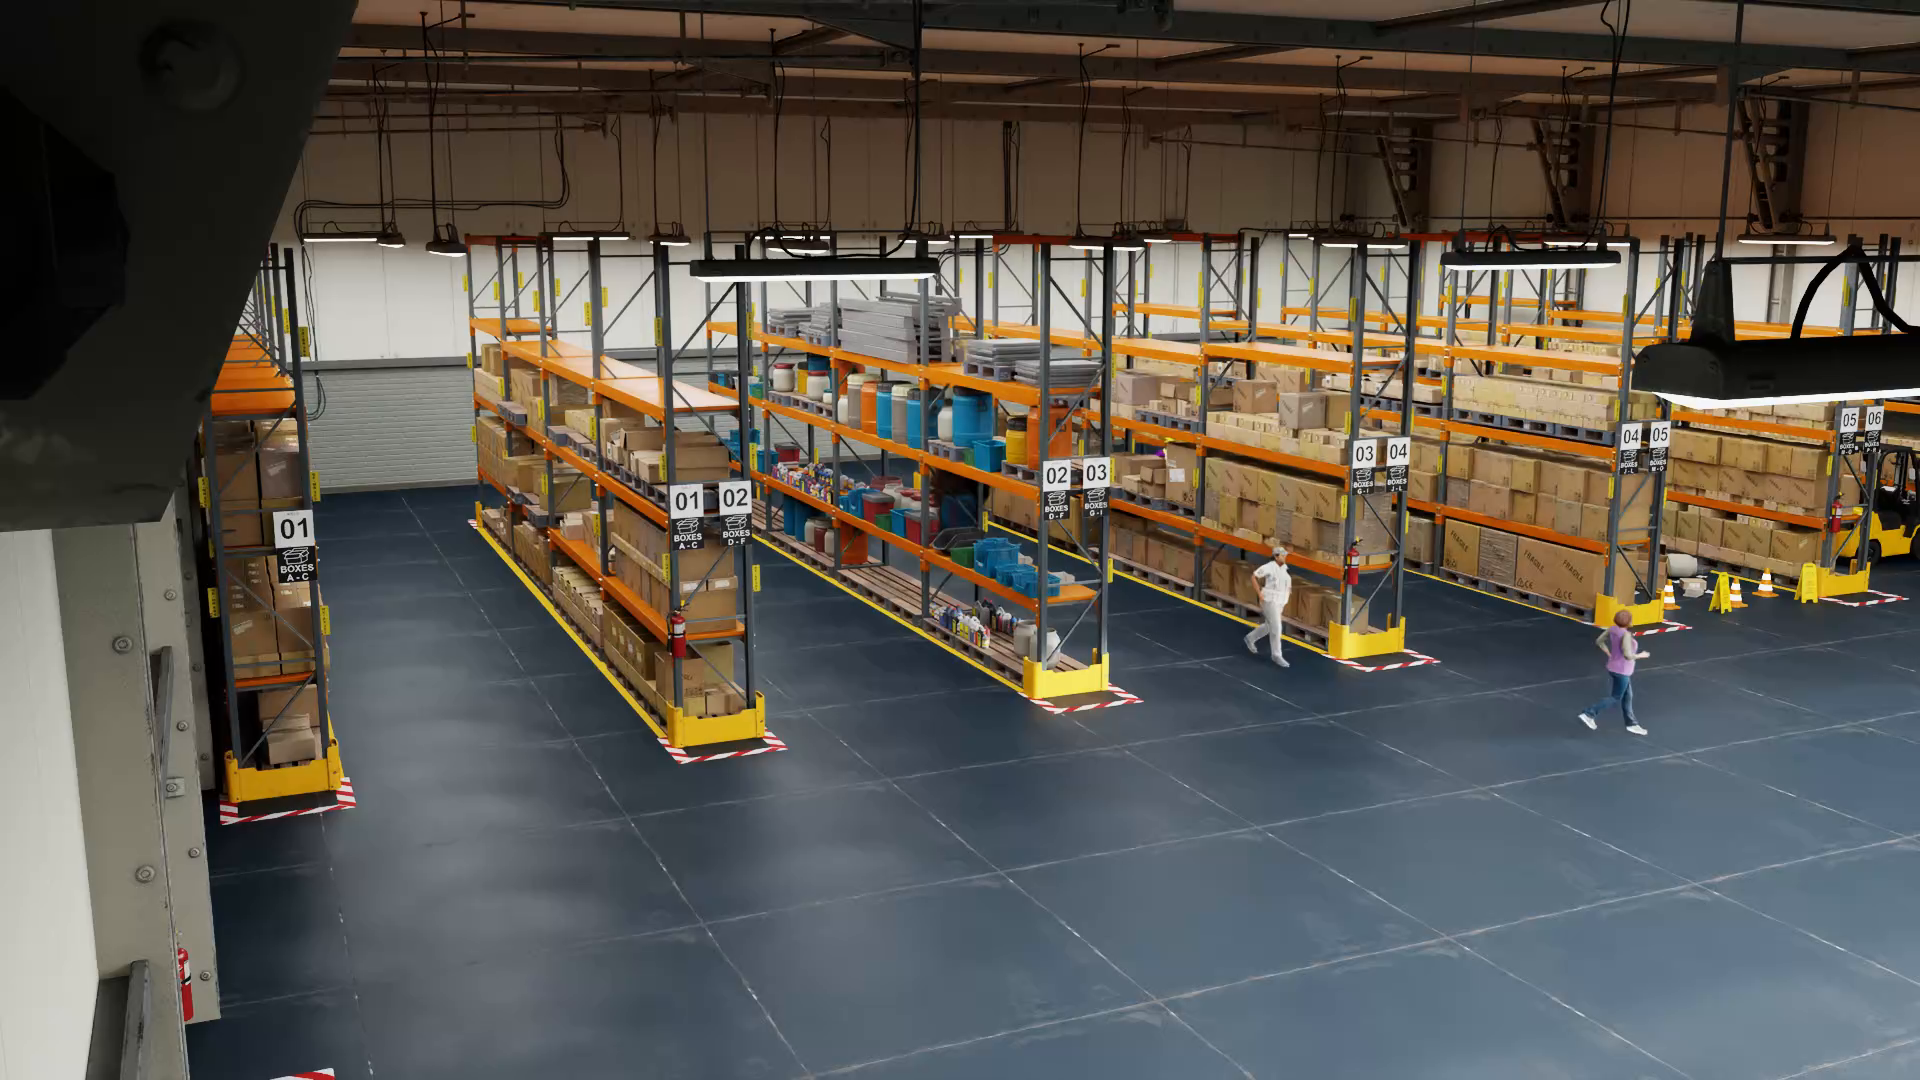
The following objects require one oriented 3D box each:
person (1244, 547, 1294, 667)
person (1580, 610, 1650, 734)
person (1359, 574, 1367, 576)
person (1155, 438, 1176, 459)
[{"bbox_3d":[4.538,0.918,24.074,0.626,1.675,0.886,-10,15,-41],"label":"person"},{"bbox_3d":[8.091,1.678,20.451,0.874,1.502,0.540,0,11,0],"label":"person"},{"bbox_3d":[6.911,-0.301,29.939,0.663,1.805,1.001,-7,13,-32],"label":"person"},{"bbox_3d":[4.508,-1.347,35.450,0.685,1.738,0.665,-5,12,-25],"label":"person"}]
